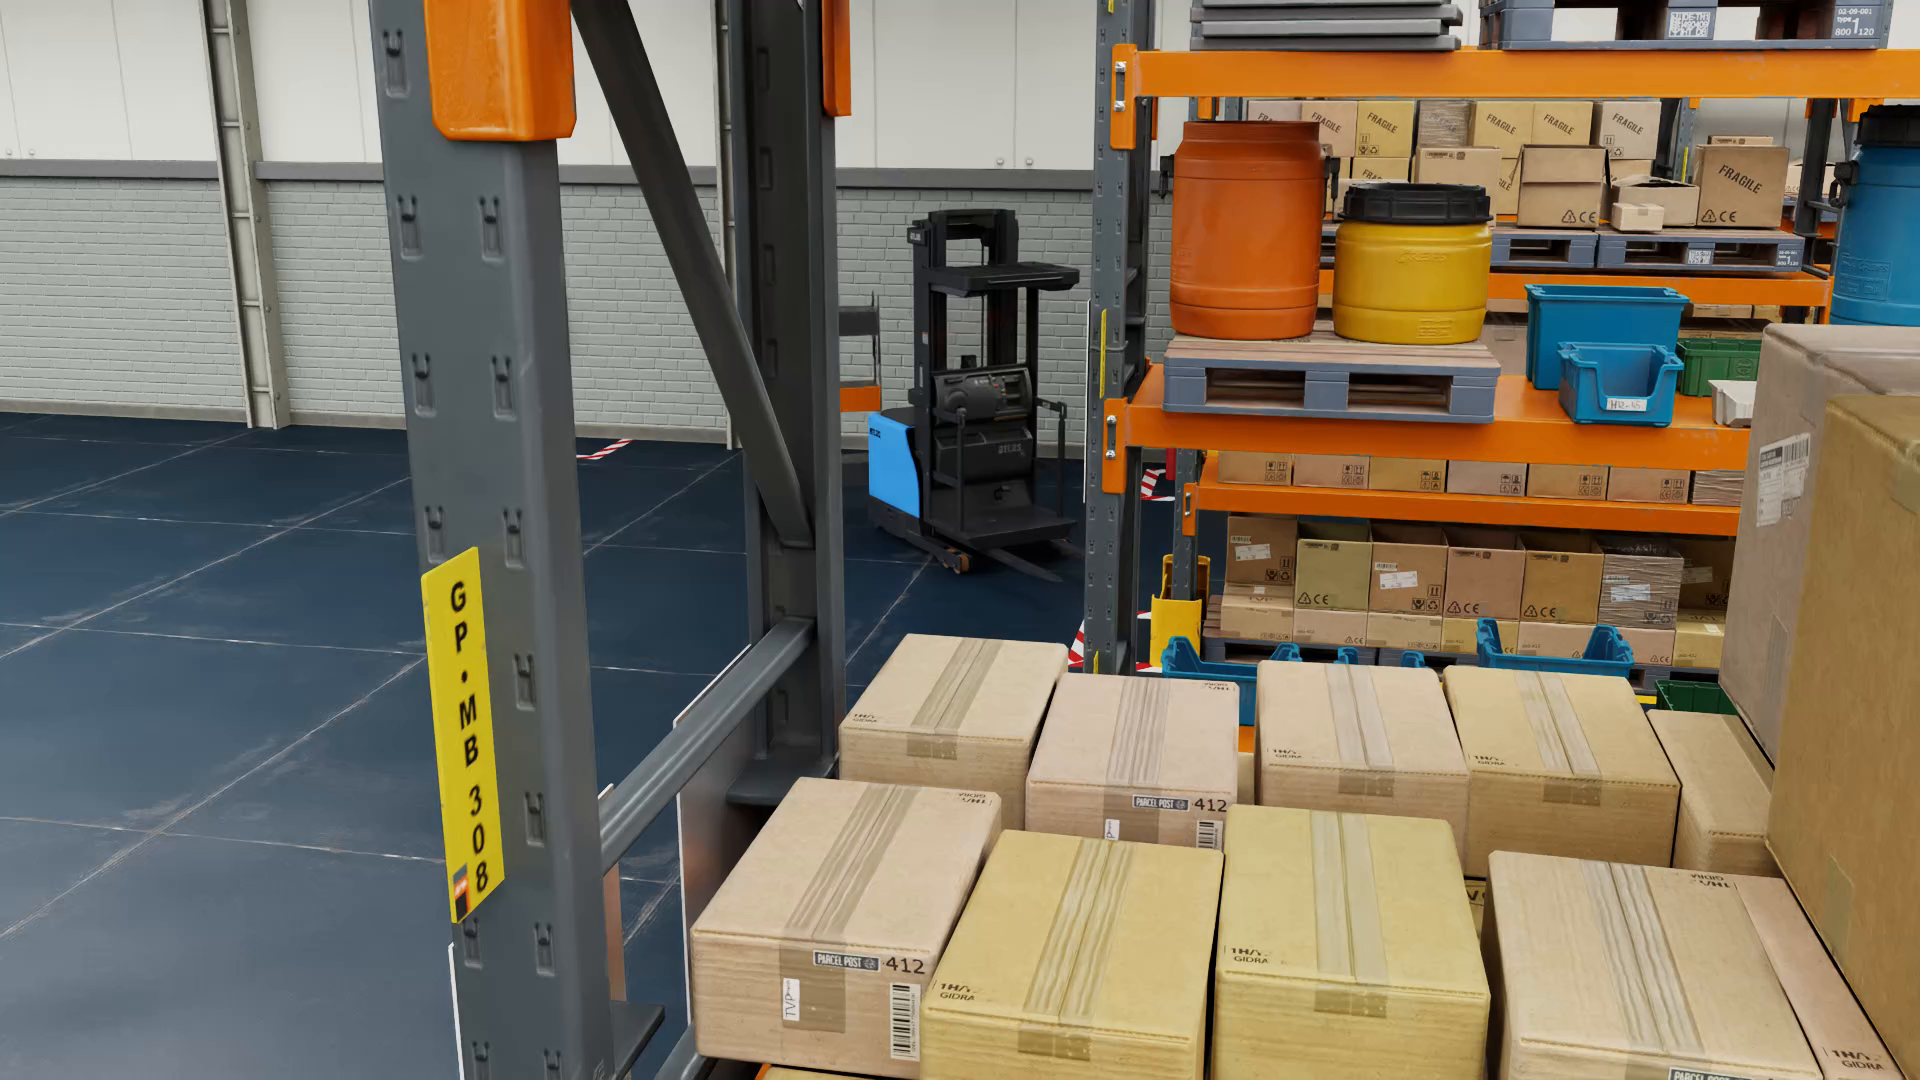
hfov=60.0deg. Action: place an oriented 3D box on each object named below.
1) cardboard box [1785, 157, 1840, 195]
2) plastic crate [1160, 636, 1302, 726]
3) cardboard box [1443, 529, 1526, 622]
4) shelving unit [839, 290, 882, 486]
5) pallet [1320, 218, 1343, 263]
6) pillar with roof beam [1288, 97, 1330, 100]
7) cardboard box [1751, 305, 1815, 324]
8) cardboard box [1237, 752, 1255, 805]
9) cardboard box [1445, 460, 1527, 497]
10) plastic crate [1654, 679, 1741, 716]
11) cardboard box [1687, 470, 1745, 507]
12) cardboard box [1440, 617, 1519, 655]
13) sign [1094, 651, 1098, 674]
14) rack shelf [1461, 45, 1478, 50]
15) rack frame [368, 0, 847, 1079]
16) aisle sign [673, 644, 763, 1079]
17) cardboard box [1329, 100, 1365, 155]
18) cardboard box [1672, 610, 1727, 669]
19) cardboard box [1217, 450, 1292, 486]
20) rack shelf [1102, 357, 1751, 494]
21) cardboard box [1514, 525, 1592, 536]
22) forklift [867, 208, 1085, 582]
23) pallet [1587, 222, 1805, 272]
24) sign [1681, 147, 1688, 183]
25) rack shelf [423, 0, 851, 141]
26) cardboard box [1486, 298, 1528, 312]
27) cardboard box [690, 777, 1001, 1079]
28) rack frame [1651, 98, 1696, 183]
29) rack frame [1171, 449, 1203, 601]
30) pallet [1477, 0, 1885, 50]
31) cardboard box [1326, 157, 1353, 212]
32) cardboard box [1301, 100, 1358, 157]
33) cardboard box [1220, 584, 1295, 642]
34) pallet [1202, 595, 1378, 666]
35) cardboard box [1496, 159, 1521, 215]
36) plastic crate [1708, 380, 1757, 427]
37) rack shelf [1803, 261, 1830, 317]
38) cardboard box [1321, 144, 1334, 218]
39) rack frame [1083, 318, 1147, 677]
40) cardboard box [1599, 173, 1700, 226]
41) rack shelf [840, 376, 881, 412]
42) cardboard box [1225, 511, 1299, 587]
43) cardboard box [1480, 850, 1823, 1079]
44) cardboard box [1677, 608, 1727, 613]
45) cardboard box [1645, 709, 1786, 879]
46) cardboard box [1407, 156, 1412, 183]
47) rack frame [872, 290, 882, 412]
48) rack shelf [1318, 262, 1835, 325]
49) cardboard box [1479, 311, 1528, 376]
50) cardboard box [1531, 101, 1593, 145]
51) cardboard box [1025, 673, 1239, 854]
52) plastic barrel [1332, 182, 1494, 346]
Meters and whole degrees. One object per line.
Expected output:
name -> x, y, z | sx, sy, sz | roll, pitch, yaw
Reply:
cardboard box -> 7.671, -3.298, 15.039 | 0.500, 0.311, 0.500 | 4, 16, 13
plastic crate -> 1.204, 0.623, 7.401 | 0.616, 0.251, 0.499 | 3, 16, 11
cardboard box -> 3.595, 0.236, 11.479 | 0.500, 0.500, 0.500 | 3, 16, 11
shelving unit -> -1.003, -1.247, 15.536 | 0.503, 2.100, 0.431 | -4, 15, -10
pallet -> 2.332, -2.051, 11.323 | 1.213, 0.211, 1.003 | 3, 16, 11
pillar with roof beam -> 2.628, -3.942, 12.367 | 0.400, 9.000, 9.100 | 3, 16, 11
cardboard box -> 7.586, -1.968, 15.467 | 0.500, 0.500, 0.700 | 5, 16, 17
cardboard box -> 0.190, 0.485, 2.284 | 0.500, 0.250, 0.500 | 3, 16, 12
cardboard box -> 3.617, -0.631, 11.462 | 0.500, 0.500, 0.700 | 4, 16, 13
plastic crate -> 3.300, 0.772, 6.982 | 0.662, 0.188, 0.450 | 3, 16, 11
cardboard box -> 5.128, -0.550, 11.170 | 0.500, 0.500, 0.700 | 3, 16, 10
cardboard box -> 3.595, 0.597, 11.580 | 0.500, 0.250, 0.500 | 3, 16, 11
sign -> 0.540, 0.614, 6.639 | 0.005, 0.325, 0.100 | 3, 16, 11
rack shelf -> 4.588, -4.425, 15.462 | 4.000, 0.370, 1.077 | 3, 16, 11
rack frame -> -0.333, -0.992, 1.716 | 0.127, 3.000, 1.000 | 3, 16, 11
aisle sign -> -0.334, 0.564, 2.466 | 0.004, 0.787, 0.394 | 3, 16, 11
cardboard box -> 3.639, -3.993, 16.071 | 0.500, 0.500, 0.500 | 4, 16, 15
cardboard box -> 5.066, 0.676, 11.297 | 0.500, 0.250, 0.500 | 3, 16, 11
cardboard box -> 2.099, -0.712, 11.757 | 0.500, 0.500, 0.700 | 3, 16, 11
rack shelf -> 2.614, -0.389, 6.506 | 4.000, 0.370, 1.077 | 3, 16, 11
cardboard box -> 4.192, 0.122, 11.891 | 0.500, 0.500, 0.500 | 3, 16, 11
forklift -> 0.306, -1.267, 14.076 | 1.130, 2.935, 3.031 | -9, 18, -28
pallet -> 4.723, -1.921, 10.855 | 1.213, 0.211, 1.003 | 3, 16, 11
sign -> 6.447, -3.328, 14.799 | 0.005, 0.325, 0.100 | 3, 16, 11
rack shelf -> 1.627, -0.537, 1.429 | 4.000, 0.370, 1.077 | 3, 16, 11
cardboard box -> 5.041, -2.073, 15.696 | 0.500, 0.500, 0.500 | 3, 16, 9
cardboard box -> -0.109, 0.409, 1.812 | 0.250, 0.149, 0.380 | 3, 16, 11
rack frame -> 6.548, -4.667, 14.982 | 0.127, 3.000, 1.000 | 3, 16, 11
rack frame -> 1.644, -0.692, 11.872 | 0.127, 3.000, 1.000 | 3, 16, 11
pallet -> 2.561, -1.892, 6.069 | 1.213, 0.211, 1.003 | 3, 16, 11
cardboard box -> 3.425, -3.371, 15.697 | 0.500, 0.500, 0.500 | 4, 16, 15
cardboard box -> 3.439, -3.850, 15.554 | 0.500, 0.500, 0.500 | 3, 16, 10
cardboard box -> 2.126, 0.517, 11.870 | 0.500, 0.250, 0.500 | 3, 16, 11
pallet -> 2.402, 0.681, 12.137 | 1.213, 0.211, 1.003 | 3, 16, 11
cardboard box -> 4.960, -3.291, 15.410 | 0.500, 0.500, 0.500 | 2, 16, 9
plastic crate -> 2.920, -0.482, 5.988 | 0.396, 0.136, 0.243 | 3, 16, 11
rack shelf -> 7.524, -1.472, 10.415 | 4.000, 0.370, 1.077 | 3, 16, 11
cardboard box -> 2.207, -2.426, 11.269 | 0.637, 0.503, 0.797 | 4, 16, 15
rack frame -> 0.654, 0.603, 7.195 | 0.127, 3.000, 1.000 | 3, 16, 11
cardboard box -> 4.594, -2.276, 11.090 | 0.500, 0.311, 0.500 | 2, 16, 8
rack shelf -> -1.003, -1.234, 15.539 | 0.480, 0.518, 0.431 | -4, 15, -10
cardboard box -> 2.229, 0.020, 12.261 | 0.500, 0.500, 0.500 | 3, 16, 11
cardboard box -> 0.650, 0.462, 1.620 | 0.250, 0.149, 0.380 | 4, 16, 13
cardboard box -> 5.170, 0.539, 11.790 | 0.500, 0.250, 0.500 | 3, 16, 11
cardboard box -> 0.991, 0.350, 2.024 | 0.250, 0.149, 0.380 | 3, 16, 12
cardboard box -> 4.077, -3.485, 16.112 | 0.500, 0.500, 0.500 | 2, 16, 9
rack frame -> -0.763, -1.263, 15.578 | 0.015, 2.100, 0.400 | -4, 15, -10
rack shelf -> 3.604, -1.685, 11.183 | 4.000, 0.370, 1.077 | 3, 16, 11
cardboard box -> 3.653, -1.255, 11.286 | 0.500, 0.500, 0.700 | 3, 16, 11
cardboard box -> 5.461, -3.743, 15.169 | 0.500, 0.500, 0.500 | 4, 16, 14
cardboard box -> 0.233, 0.311, 2.164 | 0.250, 0.149, 0.380 | 3, 16, 9
plastic barrel -> 1.796, -1.108, 6.614 | 0.600, 0.588, 0.600 | 0, 15, 0
